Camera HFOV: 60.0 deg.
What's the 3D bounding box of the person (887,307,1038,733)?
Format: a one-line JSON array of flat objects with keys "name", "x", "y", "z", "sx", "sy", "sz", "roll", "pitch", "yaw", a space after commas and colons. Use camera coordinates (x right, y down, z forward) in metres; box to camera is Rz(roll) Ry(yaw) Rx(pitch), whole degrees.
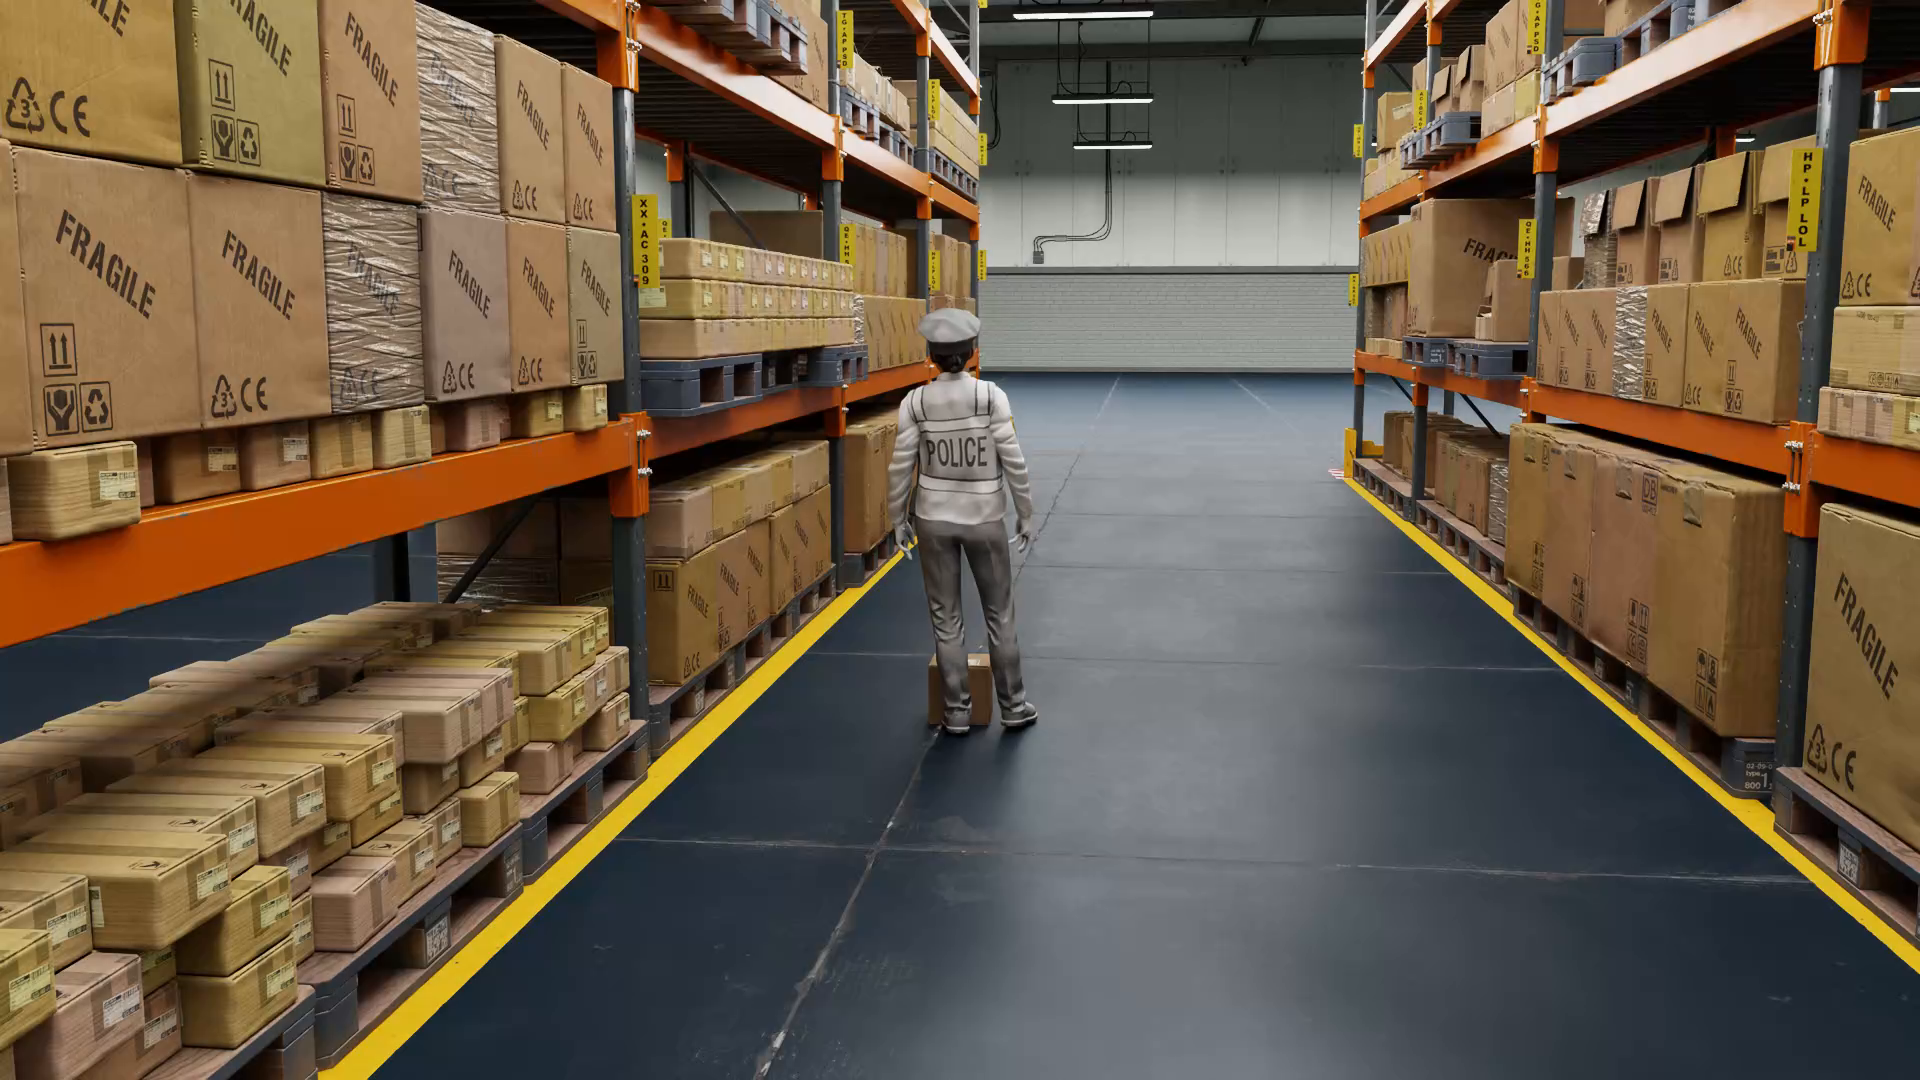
[{"name": "person", "x": 0.011, "y": -0.073, "z": 6.650, "sx": 0.588, "sy": 1.697, "sz": 0.534, "roll": 1, "pitch": 8, "yaw": 6}]
